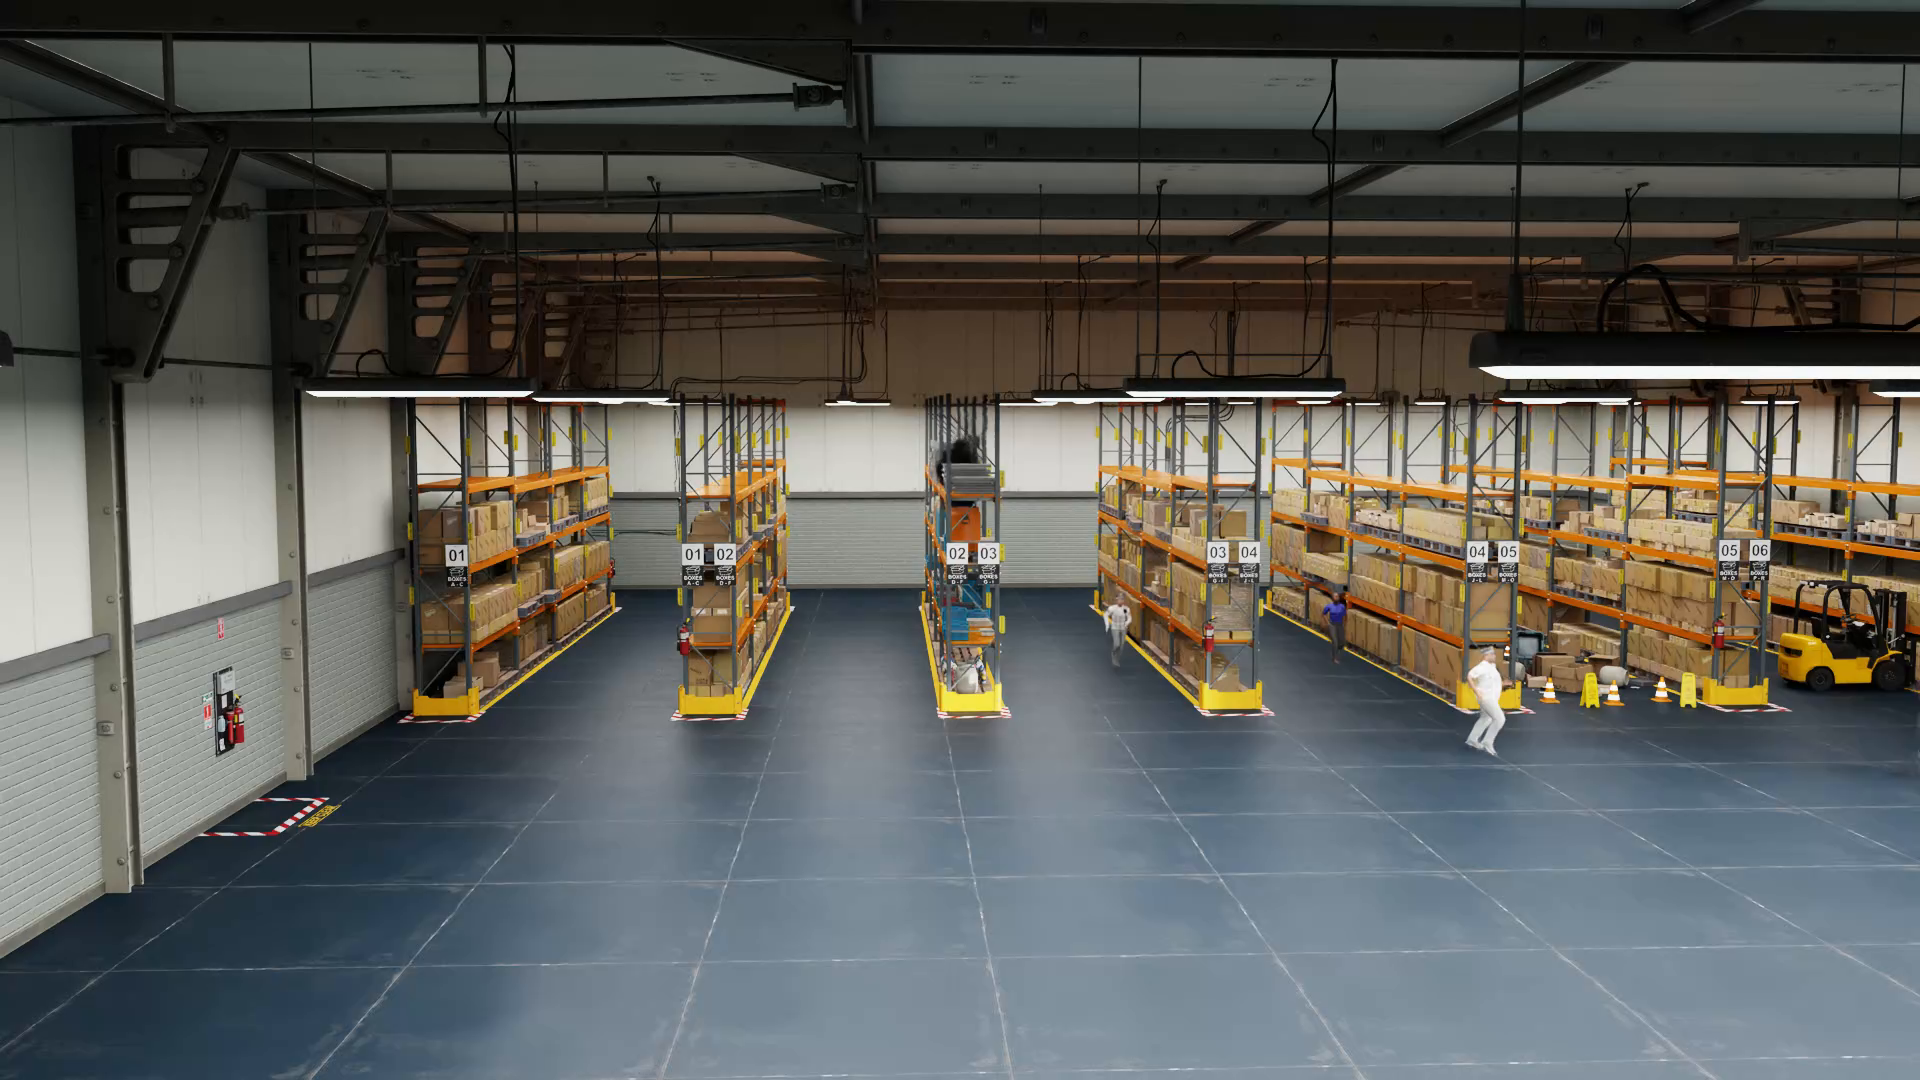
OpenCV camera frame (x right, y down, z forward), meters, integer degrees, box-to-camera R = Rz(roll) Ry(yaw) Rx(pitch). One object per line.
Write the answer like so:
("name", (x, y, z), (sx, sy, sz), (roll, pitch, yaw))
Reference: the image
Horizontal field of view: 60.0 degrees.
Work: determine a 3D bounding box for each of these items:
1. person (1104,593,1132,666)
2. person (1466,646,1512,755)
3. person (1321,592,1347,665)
("person", (3.507, 1.985, 36.673), (0.583, 1.647, 0.692), (-1, 5, -10))
("person", (8.805, 2.664, 27.663), (0.731, 1.828, 0.635), (3, 5, 31))
("person", (8.406, 1.970, 37.314), (0.580, 1.607, 0.701), (-1, 5, -7))
